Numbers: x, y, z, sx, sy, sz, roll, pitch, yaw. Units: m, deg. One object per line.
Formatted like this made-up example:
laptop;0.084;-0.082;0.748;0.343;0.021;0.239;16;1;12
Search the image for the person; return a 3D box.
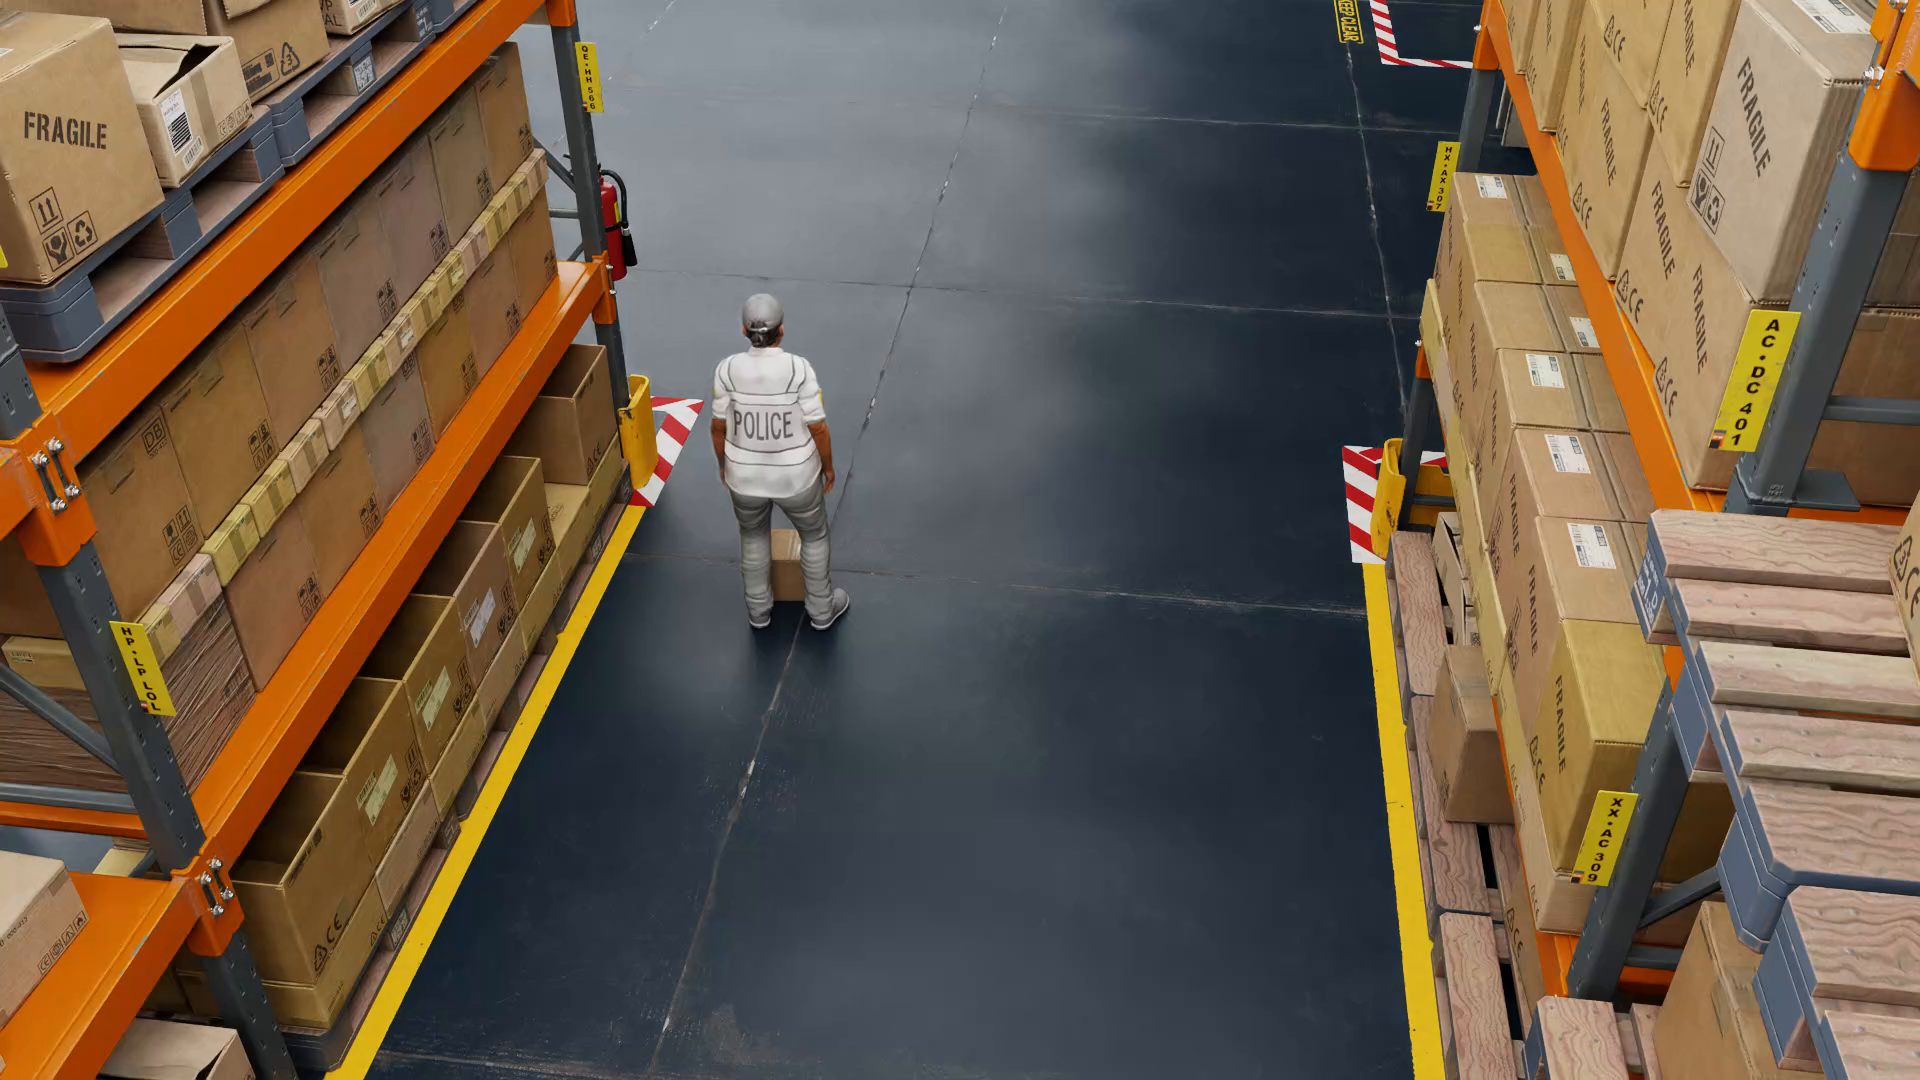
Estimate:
person;-0.815;-0.321;7.468;0.548;1.666;0.473;3;36;4
